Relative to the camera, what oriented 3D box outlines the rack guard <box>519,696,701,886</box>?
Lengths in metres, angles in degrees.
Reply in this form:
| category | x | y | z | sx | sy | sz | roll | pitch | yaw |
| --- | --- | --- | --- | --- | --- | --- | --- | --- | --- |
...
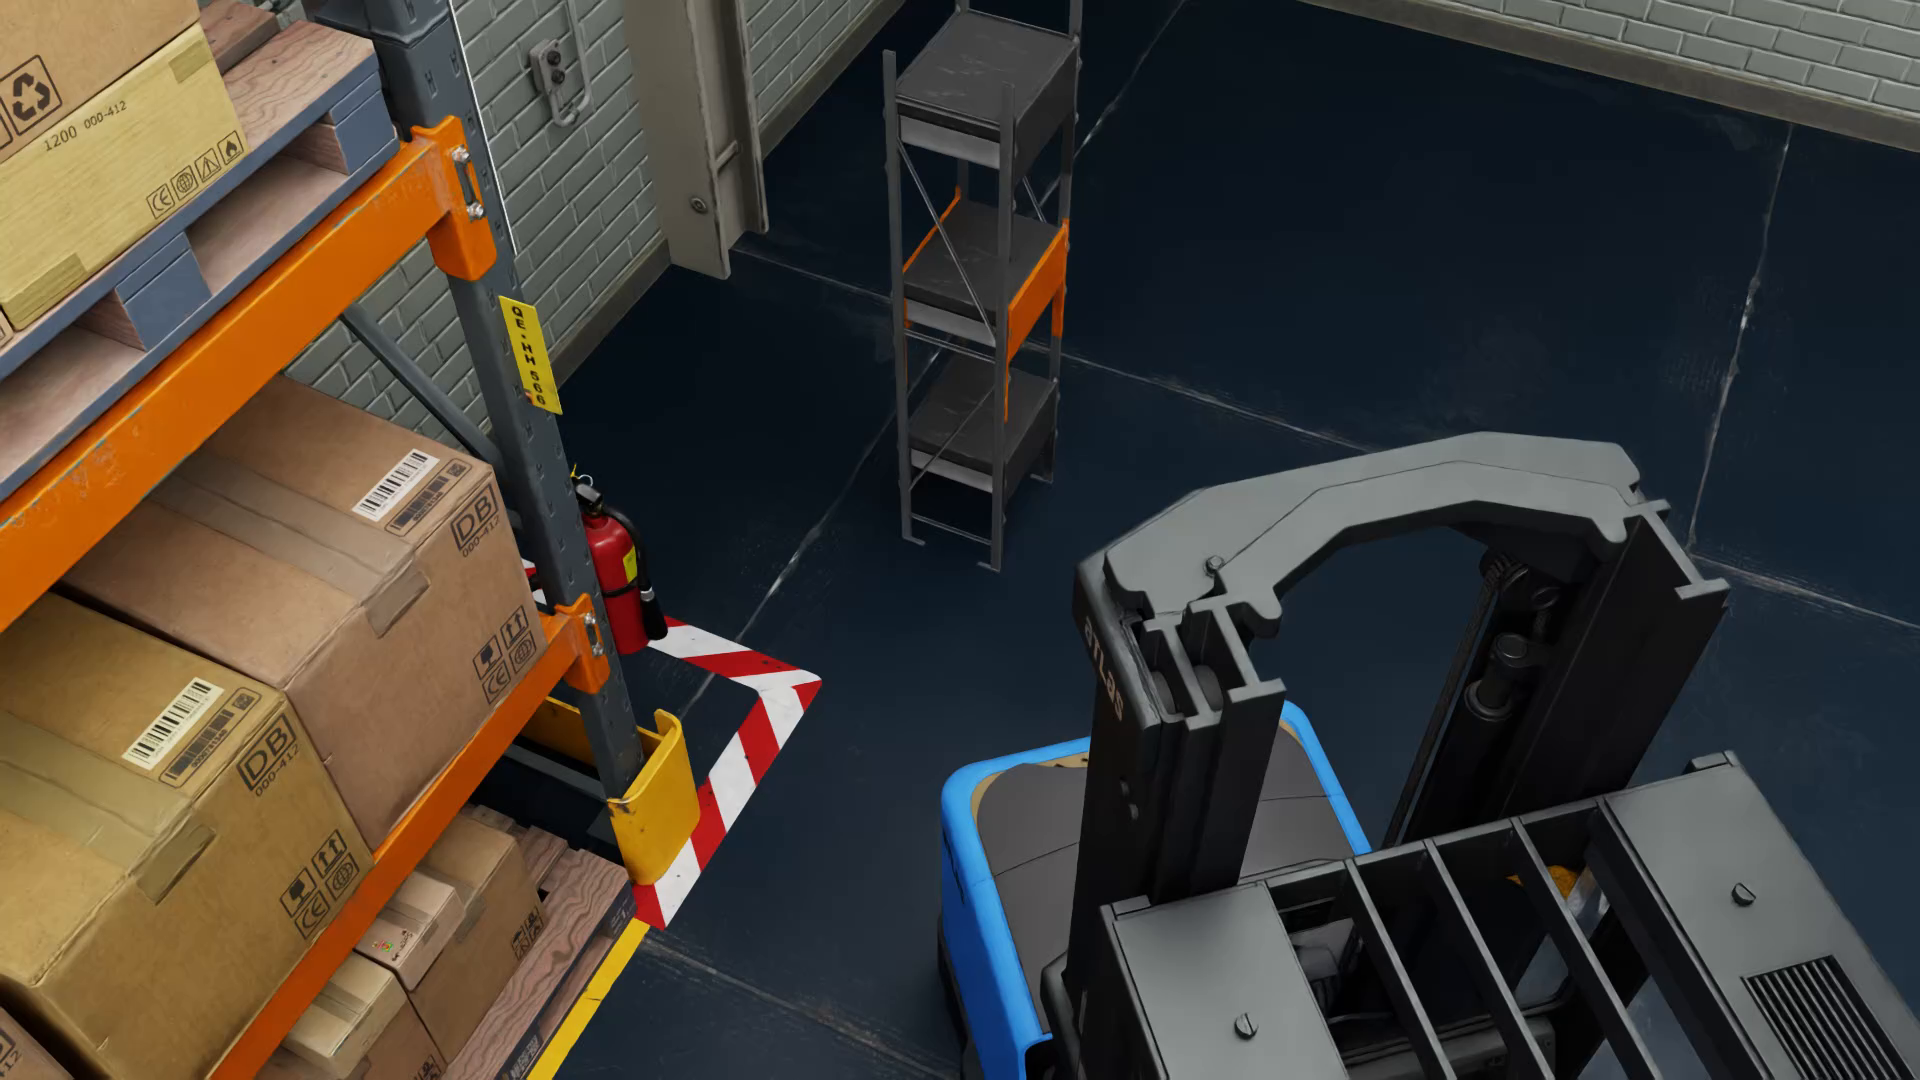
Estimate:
| category | x | y | z | sx | sy | sz | roll | pitch | yaw |
| --- | --- | --- | --- | --- | --- | --- | --- | --- | --- |
| rack guard | -1.434 | 0.650 | 5.369 | 1.175 | 0.500 | 0.348 | 20 | 52 | 16 |

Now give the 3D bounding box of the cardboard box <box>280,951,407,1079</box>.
| category | x | y | z | sx | sy | sz | roll | pitch | yaw |
| --- | --- | --- | --- | --- | --- | --- | --- | --- | --- |
| cardboard box | -1.651 | 1.159 | 4.234 | 0.380 | 0.149 | 0.250 | 21 | 53 | 17 |

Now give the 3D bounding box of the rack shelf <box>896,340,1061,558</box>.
| category | x | y | z | sx | sy | sz | roll | pitch | yaw |
| --- | --- | --- | --- | --- | --- | --- | --- | --- | --- |
| rack shelf | 0.071 | -0.332 | 6.091 | 0.431 | 0.518 | 0.480 | 20 | 52 | 16 |

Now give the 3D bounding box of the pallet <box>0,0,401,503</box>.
| category | x | y | z | sx | sy | sz | roll | pitch | yaw |
| --- | --- | --- | --- | --- | --- | --- | --- | --- | --- |
| pallet | -1.752 | -0.573 | 2.856 | 1.003 | 0.211 | 1.213 | 20 | 52 | 16 |

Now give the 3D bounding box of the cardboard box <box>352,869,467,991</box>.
| category | x | y | z | sx | sy | sz | roll | pitch | yaw |
| --- | --- | --- | --- | --- | --- | --- | --- | --- | --- |
| cardboard box | -1.543 | 0.982 | 4.384 | 0.380 | 0.149 | 0.250 | 19 | 52 | 16 |

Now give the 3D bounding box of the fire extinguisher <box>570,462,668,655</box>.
| category | x | y | z | sx | sy | sz | roll | pitch | yaw |
| --- | --- | --- | --- | --- | --- | --- | --- | --- | --- |
| fire extinguisher | -0.962 | 0.049 | 4.535 | 0.296 | 0.674 | 0.183 | 20 | 52 | 16 |

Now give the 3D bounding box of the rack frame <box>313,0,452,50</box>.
| category | x | y | z | sx | sy | sz | roll | pitch | yaw |
| --- | --- | --- | --- | --- | --- | --- | --- | --- | --- |
| rack frame | -1.444 | -2.088 | 2.118 | 1.000 | 3.000 | 0.127 | 20 | 52 | 16 |

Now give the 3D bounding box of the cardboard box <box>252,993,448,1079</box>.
| category | x | y | z | sx | sy | sz | roll | pitch | yaw |
| --- | --- | --- | --- | --- | --- | --- | --- | --- | --- |
| cardboard box | -1.867 | 1.390 | 4.464 | 0.700 | 0.500 | 0.500 | 20 | 52 | 16 |

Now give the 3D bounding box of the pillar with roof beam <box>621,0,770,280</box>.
| category | x | y | z | sx | sy | sz | roll | pitch | yaw |
| --- | --- | --- | --- | --- | --- | --- | --- | --- | --- |
| pillar with roof beam | 2.820 | -2.828 | 2.747 | 9.100 | 9.000 | 0.400 | 20 | 52 | 16 |

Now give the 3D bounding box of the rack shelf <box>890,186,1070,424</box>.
| category | x | y | z | sx | sy | sz | roll | pitch | yaw |
| --- | --- | --- | --- | --- | --- | --- | --- | --- | --- |
| rack shelf | 0.071 | -0.786 | 5.558 | 0.431 | 0.518 | 0.480 | 20 | 52 | 16 |

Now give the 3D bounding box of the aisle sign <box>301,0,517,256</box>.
| category | x | y | z | sx | sy | sz | roll | pitch | yaw |
| --- | --- | --- | --- | --- | --- | --- | --- | --- | --- |
| aisle sign | -1.142 | -0.938 | 3.372 | 0.394 | 0.787 | 0.004 | 20 | 52 | 16 |

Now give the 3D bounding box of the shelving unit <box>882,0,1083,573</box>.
| category | x | y | z | sx | sy | sz | roll | pitch | yaw |
| --- | --- | --- | --- | --- | --- | --- | --- | --- | --- |
| shelving unit | 0.071 | -0.794 | 5.547 | 0.431 | 2.100 | 0.503 | 20 | 52 | 16 |

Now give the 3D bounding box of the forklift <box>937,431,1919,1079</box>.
| category | x | y | z | sx | sy | sz | roll | pitch | yaw |
| --- | --- | --- | --- | --- | --- | --- | --- | --- | --- |
| forklift | 0.812 | 1.336 | 3.189 | 1.130 | 2.935 | 3.031 | -12 | 51 | -10 |

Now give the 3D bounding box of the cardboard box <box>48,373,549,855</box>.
| category | x | y | z | sx | sy | sz | roll | pitch | yaw |
| --- | --- | --- | --- | --- | --- | --- | --- | --- | --- |
| cardboard box | -1.653 | 0.114 | 3.987 | 0.980 | 0.700 | 0.700 | 22 | 53 | 18 |

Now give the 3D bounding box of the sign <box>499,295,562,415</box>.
| category | x | y | z | sx | sy | sz | roll | pitch | yaw |
| --- | --- | --- | --- | --- | --- | --- | --- | --- | --- |
| sign | -0.959 | -0.409 | 3.713 | 0.100 | 0.325 | 0.005 | 20 | 52 | 16 |

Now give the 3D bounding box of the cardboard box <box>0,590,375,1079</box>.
| category | x | y | z | sx | sy | sz | roll | pitch | yaw |
| --- | --- | --- | --- | --- | --- | --- | --- | --- | --- |
| cardboard box | -1.954 | 0.618 | 3.557 | 0.980 | 0.700 | 0.700 | 19 | 52 | 16 |

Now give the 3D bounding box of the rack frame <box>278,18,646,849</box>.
| category | x | y | z | sx | sy | sz | roll | pitch | yaw |
| --- | --- | --- | --- | --- | --- | --- | --- | --- | --- |
| rack frame | -1.444 | -0.144 | 4.403 | 1.000 | 3.000 | 0.127 | 20 | 52 | 16 |

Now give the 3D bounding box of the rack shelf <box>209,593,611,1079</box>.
| category | x | y | z | sx | sy | sz | roll | pitch | yaw |
| --- | --- | --- | --- | --- | --- | --- | --- | --- | --- |
| rack shelf | -2.299 | 1.467 | 3.505 | 1.077 | 0.370 | 4.000 | 20 | 52 | 16 |

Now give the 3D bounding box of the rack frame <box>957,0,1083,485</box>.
| category | x | y | z | sx | sy | sz | roll | pitch | yaw |
| --- | --- | --- | --- | --- | --- | --- | --- | --- | --- |
| rack frame | 0.175 | -0.962 | 5.690 | 0.400 | 2.100 | 0.015 | 20 | 52 | 16 |

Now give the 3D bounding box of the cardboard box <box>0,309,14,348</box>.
| category | x | y | z | sx | sy | sz | roll | pitch | yaw |
| --- | --- | --- | --- | --- | --- | --- | --- | --- | --- |
| cardboard box | -1.738 | -0.286 | 2.311 | 0.500 | 0.250 | 0.500 | 18 | 52 | 15 |

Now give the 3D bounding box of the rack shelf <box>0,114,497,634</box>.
| category | x | y | z | sx | sy | sz | roll | pitch | yaw |
| --- | --- | --- | --- | --- | --- | --- | --- | --- | --- |
| rack shelf | -2.299 | 0.495 | 2.362 | 1.077 | 0.370 | 4.000 | 20 | 52 | 16 |

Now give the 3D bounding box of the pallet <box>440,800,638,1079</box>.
| category | x | y | z | sx | sy | sz | roll | pitch | yaw |
| --- | --- | --- | --- | --- | --- | --- | --- | --- | --- |
| pallet | -1.715 | 1.336 | 4.975 | 1.003 | 0.211 | 1.213 | 20 | 52 | 16 |

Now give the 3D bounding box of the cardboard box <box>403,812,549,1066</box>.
| category | x | y | z | sx | sy | sz | roll | pitch | yaw |
| --- | --- | --- | --- | --- | --- | --- | --- | --- | --- |
| cardboard box | -1.653 | 1.045 | 4.757 | 0.700 | 0.500 | 0.500 | 20 | 52 | 16 |

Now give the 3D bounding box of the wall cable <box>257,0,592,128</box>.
| category | x | y | z | sx | sy | sz | roll | pitch | yaw |
| --- | --- | --- | --- | --- | --- | --- | --- | --- | --- |
| wall cable | -1.752 | -1.662 | 5.028 | 0.084 | 1.984 | 1.851 | 20 | 52 | 16 |

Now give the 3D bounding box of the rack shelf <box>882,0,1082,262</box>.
| category | x | y | z | sx | sy | sz | roll | pitch | yaw |
| --- | --- | --- | --- | --- | --- | --- | --- | --- | --- |
| rack shelf | 0.071 | -1.239 | 5.025 | 0.431 | 0.518 | 0.480 | 20 | 52 | 16 |

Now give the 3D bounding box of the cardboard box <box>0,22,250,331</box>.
| category | x | y | z | sx | sy | sz | roll | pitch | yaw |
| --- | --- | --- | --- | --- | --- | --- | --- | --- | --- |
| cardboard box | -1.517 | -0.645 | 2.617 | 0.500 | 0.250 | 0.500 | 21 | 53 | 17 |

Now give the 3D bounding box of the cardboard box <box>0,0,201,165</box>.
| category | x | y | z | sx | sy | sz | roll | pitch | yaw |
| --- | --- | --- | --- | --- | --- | --- | --- | --- | --- |
| cardboard box | -1.510 | -0.886 | 2.329 | 0.500 | 0.500 | 0.500 | 20 | 52 | 16 |

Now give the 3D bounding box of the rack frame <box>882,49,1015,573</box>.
| category | x | y | z | sx | sy | sz | roll | pitch | yaw |
| --- | --- | --- | --- | --- | --- | --- | --- | --- | --- |
| rack frame | -0.034 | -0.626 | 5.404 | 0.400 | 2.100 | 0.015 | 20 | 52 | 16 |
